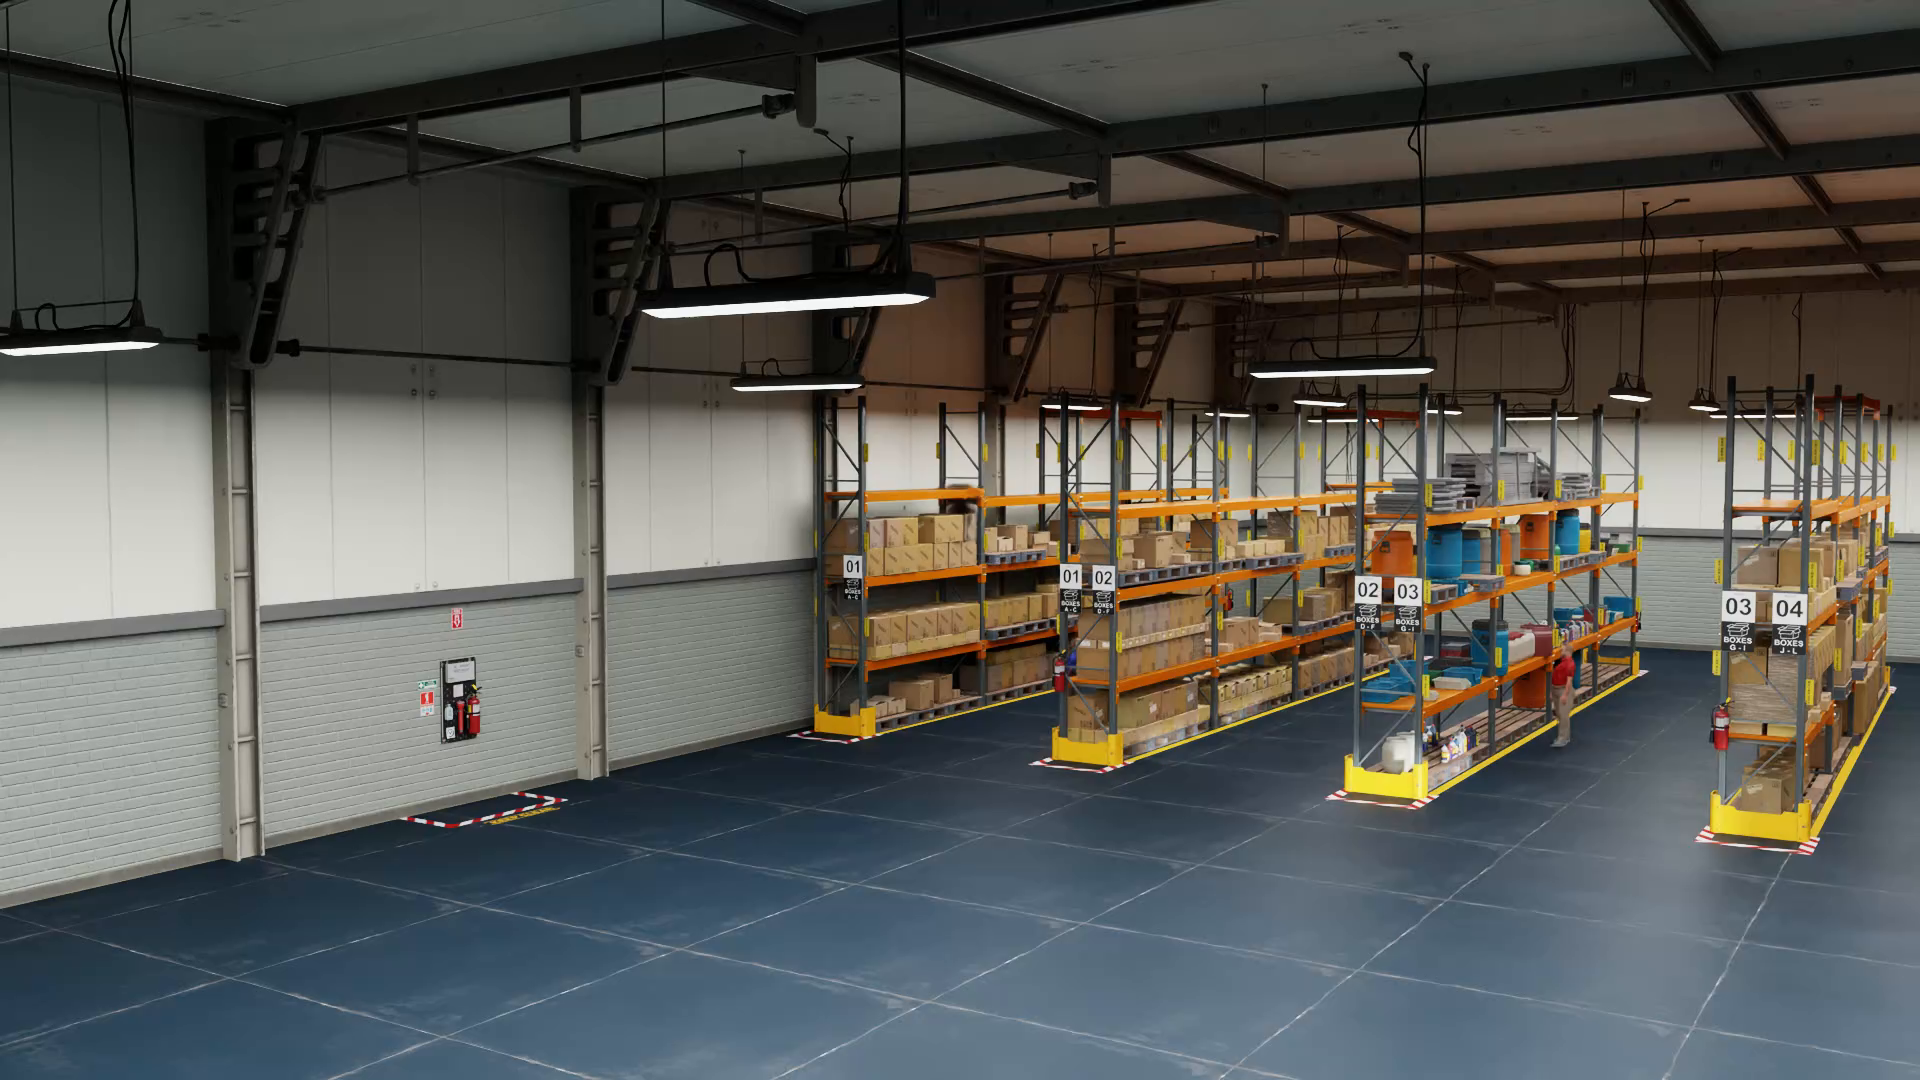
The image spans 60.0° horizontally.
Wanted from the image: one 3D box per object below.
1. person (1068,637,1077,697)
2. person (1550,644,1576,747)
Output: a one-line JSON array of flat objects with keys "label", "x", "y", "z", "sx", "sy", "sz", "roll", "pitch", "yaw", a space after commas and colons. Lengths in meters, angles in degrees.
[{"label": "person", "x": 2.021, "y": 2.639, "z": 30.470, "sx": 0.427, "sy": 1.574, "sz": 0.583, "roll": 0, "pitch": 3, "yaw": 4}, {"label": "person", "x": 10.302, "y": 2.659, "z": 28.513, "sx": 0.541, "sy": 1.749, "sz": 0.549, "roll": -1, "pitch": 3, "yaw": -14}]
